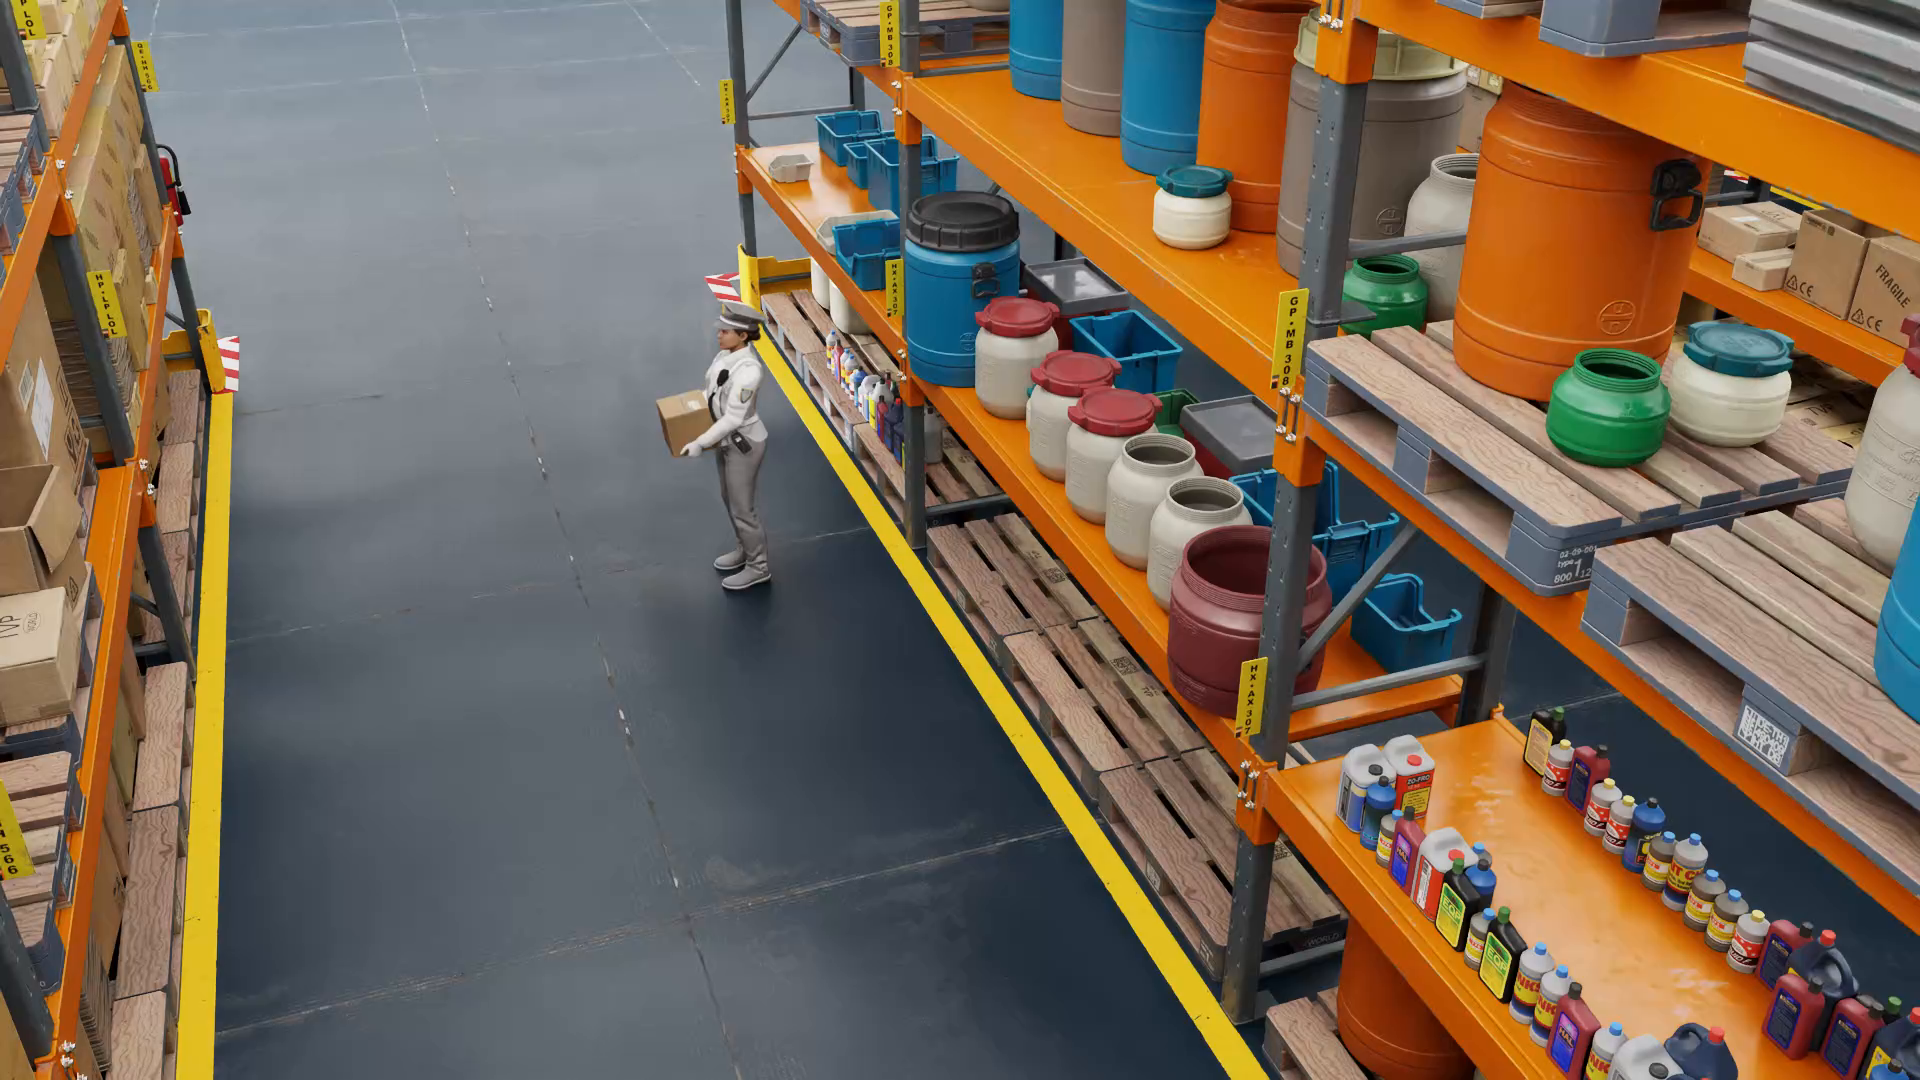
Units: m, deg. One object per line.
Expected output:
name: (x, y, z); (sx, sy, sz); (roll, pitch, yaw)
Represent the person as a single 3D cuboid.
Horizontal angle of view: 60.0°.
person: (-1.308, -0.527, 9.229); (0.540, 1.689, 0.460); (-10, 32, -17)
